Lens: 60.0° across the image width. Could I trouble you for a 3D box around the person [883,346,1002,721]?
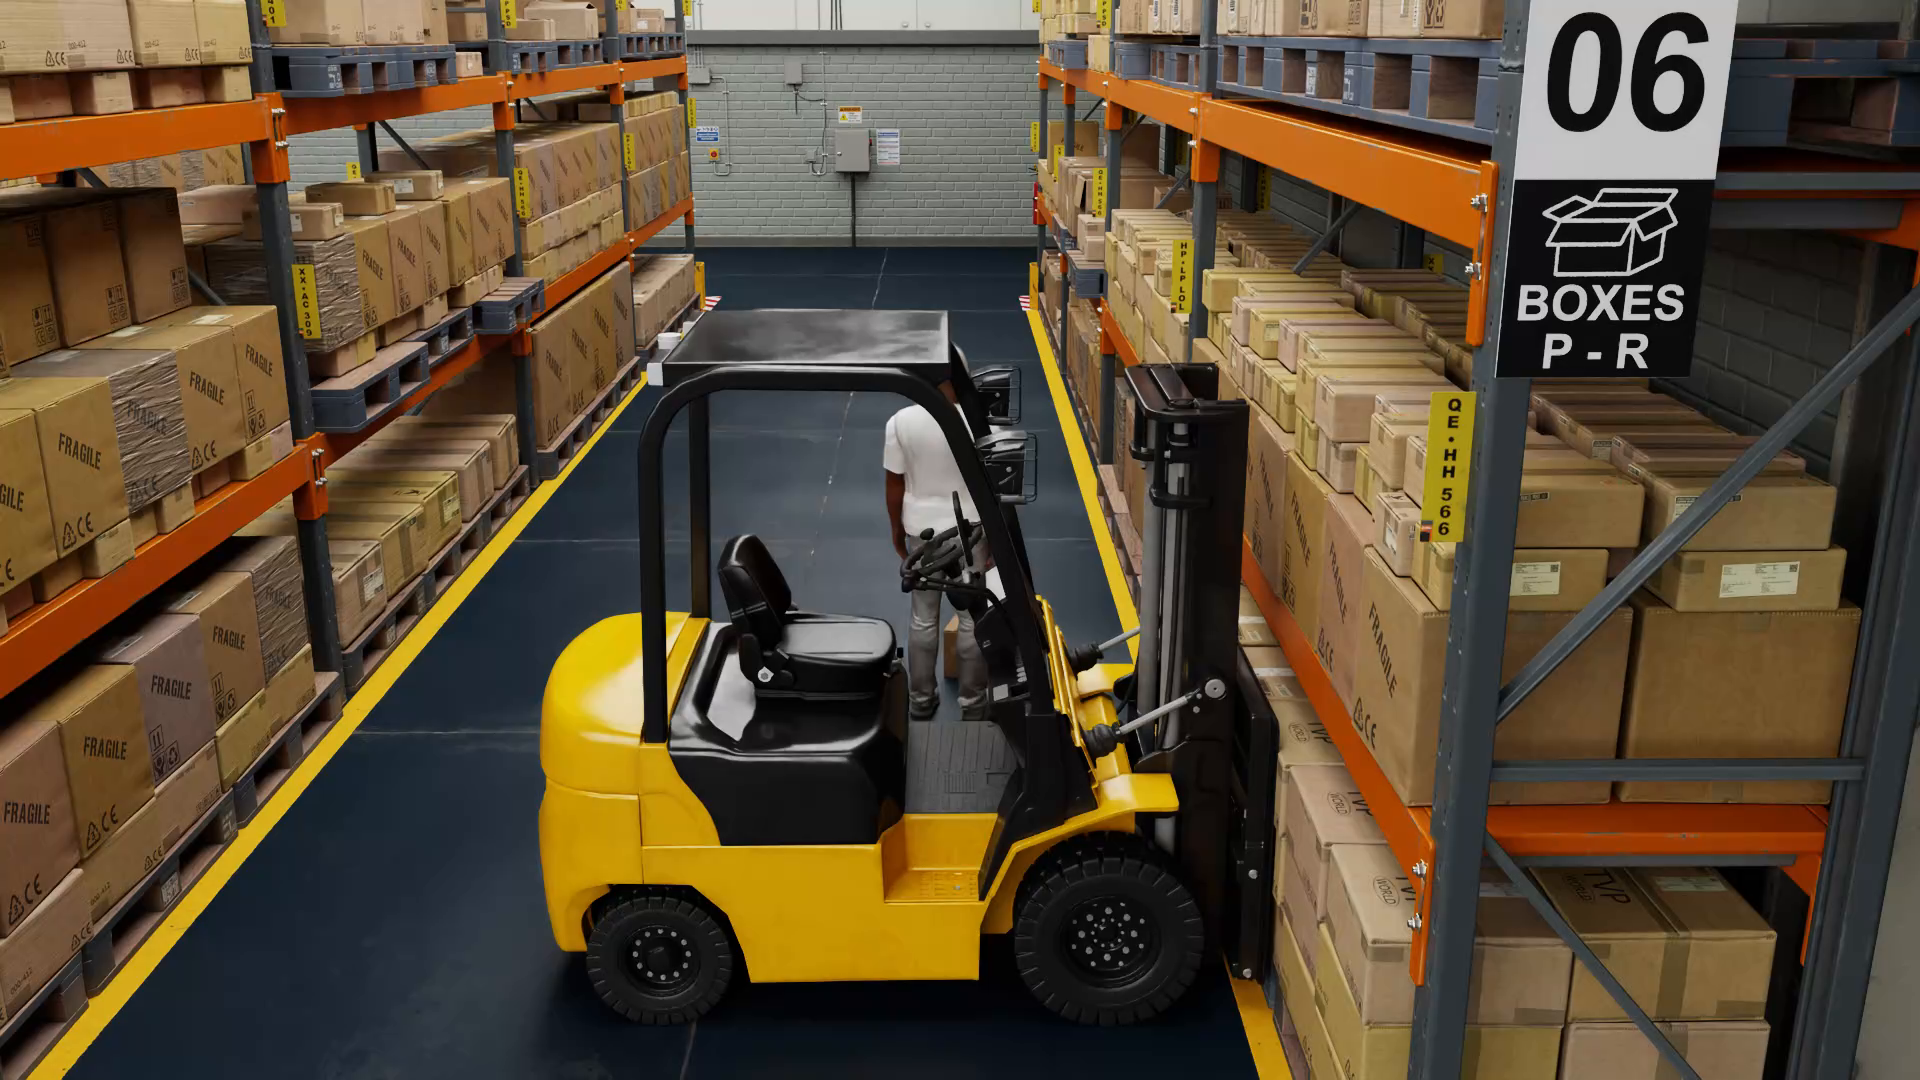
[{"bbox_3d":[-0.065,-0.038,7.632,0.565,1.763,0.355,4,17,13],"label":"person"}]
